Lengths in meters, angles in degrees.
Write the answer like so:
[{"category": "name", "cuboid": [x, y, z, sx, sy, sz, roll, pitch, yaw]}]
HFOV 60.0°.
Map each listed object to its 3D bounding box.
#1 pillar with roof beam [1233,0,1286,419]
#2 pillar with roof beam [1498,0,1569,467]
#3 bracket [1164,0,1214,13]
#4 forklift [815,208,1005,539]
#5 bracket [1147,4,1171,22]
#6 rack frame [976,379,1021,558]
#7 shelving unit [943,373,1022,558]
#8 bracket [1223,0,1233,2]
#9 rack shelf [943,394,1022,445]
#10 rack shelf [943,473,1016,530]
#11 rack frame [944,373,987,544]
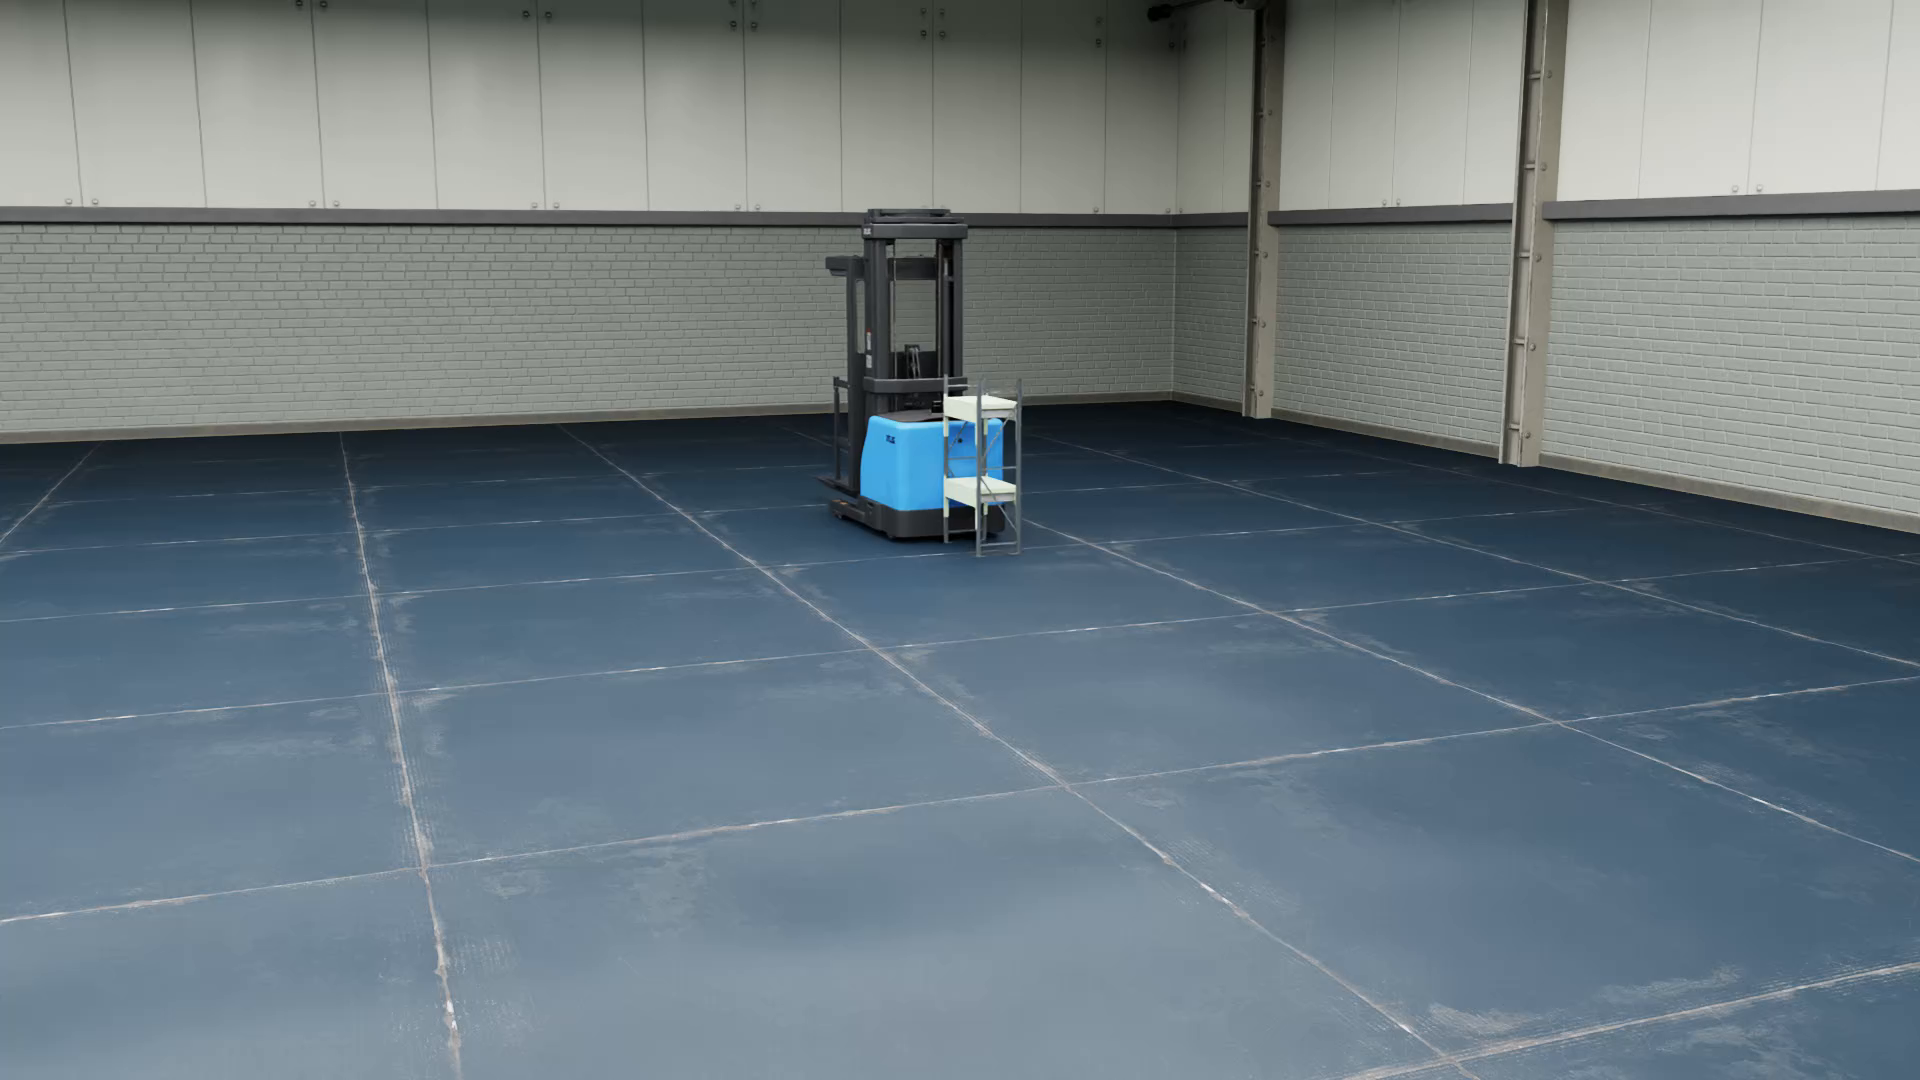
[{"category": "pillar with roof beam", "cuboid": [0.556, -6.048, 23.227, 9.100, 9.000, 0.548, -4, 11, -21]}, {"category": "pillar with roof beam", "cuboid": [2.731, -5.069, 17.721, 9.100, 9.000, 0.400, -4, 11, -21]}, {"category": "bracket", "cuboid": [3.443, -8.429, 26.334, 0.076, 0.066, 3.189, -4, 11, -21]}, {"category": "forklift", "cuboid": [-0.629, -1.667, 15.921, 1.130, 2.935, 3.031, -4, 11, -22]}, {"category": "bracket", "cuboid": [3.229, -8.526, 26.876, 0.235, 0.232, 0.430, -4, 11, -21]}, {"category": "rack frame", "cuboid": [0.327, -0.601, 14.018, 0.400, 1.500, 0.023, -4, 11, -22]}, {"category": "shelving unit", "cuboid": [0.187, -0.661, 14.351, 0.431, 1.500, 0.755, -4, 11, -22]}, {"category": "bracket", "cuboid": [4.087, -8.139, 24.701, 0.235, 0.232, 0.430, -4, 11, -21]}, {"category": "rack shelf", "cuboid": [0.187, -1.045, 14.283, 0.431, 0.370, 0.720, -4, 11, -22]}, {"category": "rack shelf", "cuboid": [0.187, -0.340, 14.408, 0.431, 0.370, 0.720, -4, 11, -22]}, {"category": "rack frame", "cuboid": [0.046, -0.720, 14.684, 0.400, 1.500, 0.023, -4, 11, -22]}]
